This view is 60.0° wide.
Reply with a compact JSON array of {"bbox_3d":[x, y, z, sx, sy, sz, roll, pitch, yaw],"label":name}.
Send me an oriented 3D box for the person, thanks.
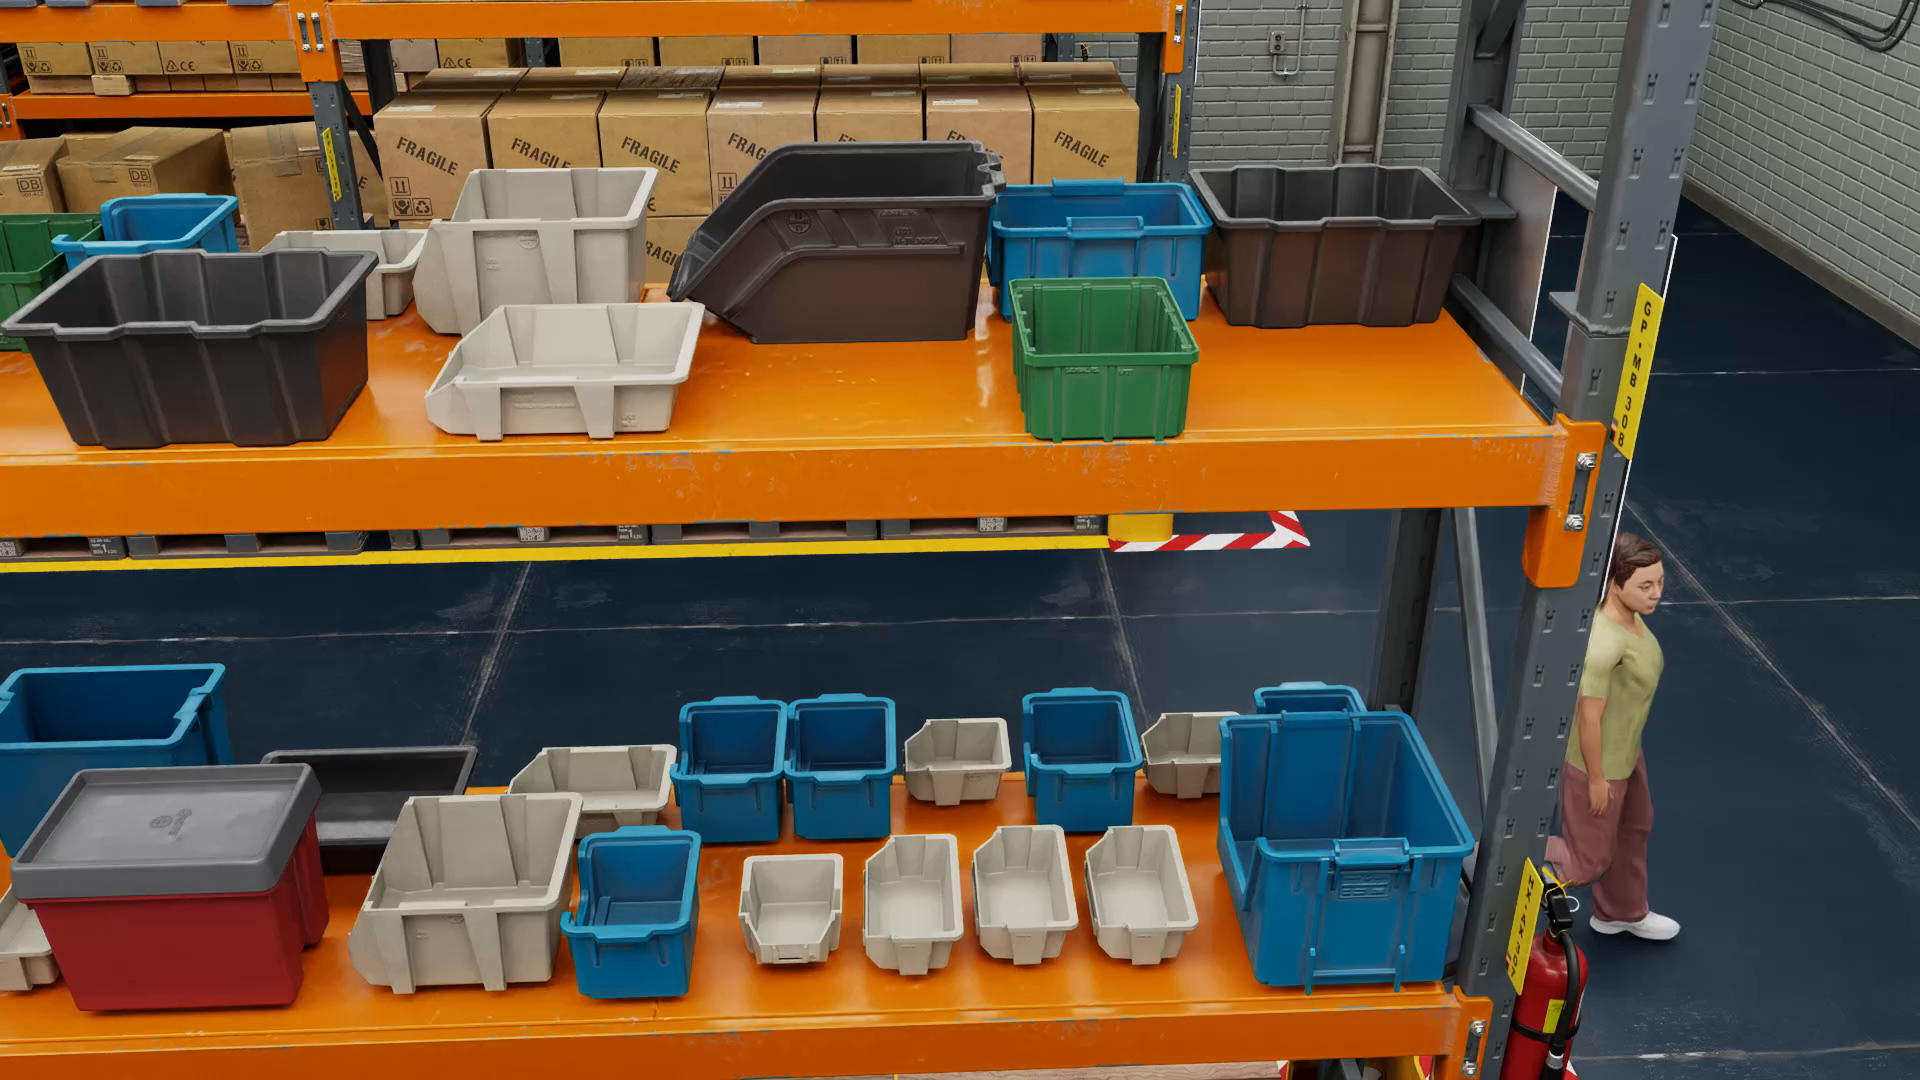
[{"bbox_3d":[2.183,0.726,5.724,0.808,1.645,0.477,13,30,24],"label":"person"}]
